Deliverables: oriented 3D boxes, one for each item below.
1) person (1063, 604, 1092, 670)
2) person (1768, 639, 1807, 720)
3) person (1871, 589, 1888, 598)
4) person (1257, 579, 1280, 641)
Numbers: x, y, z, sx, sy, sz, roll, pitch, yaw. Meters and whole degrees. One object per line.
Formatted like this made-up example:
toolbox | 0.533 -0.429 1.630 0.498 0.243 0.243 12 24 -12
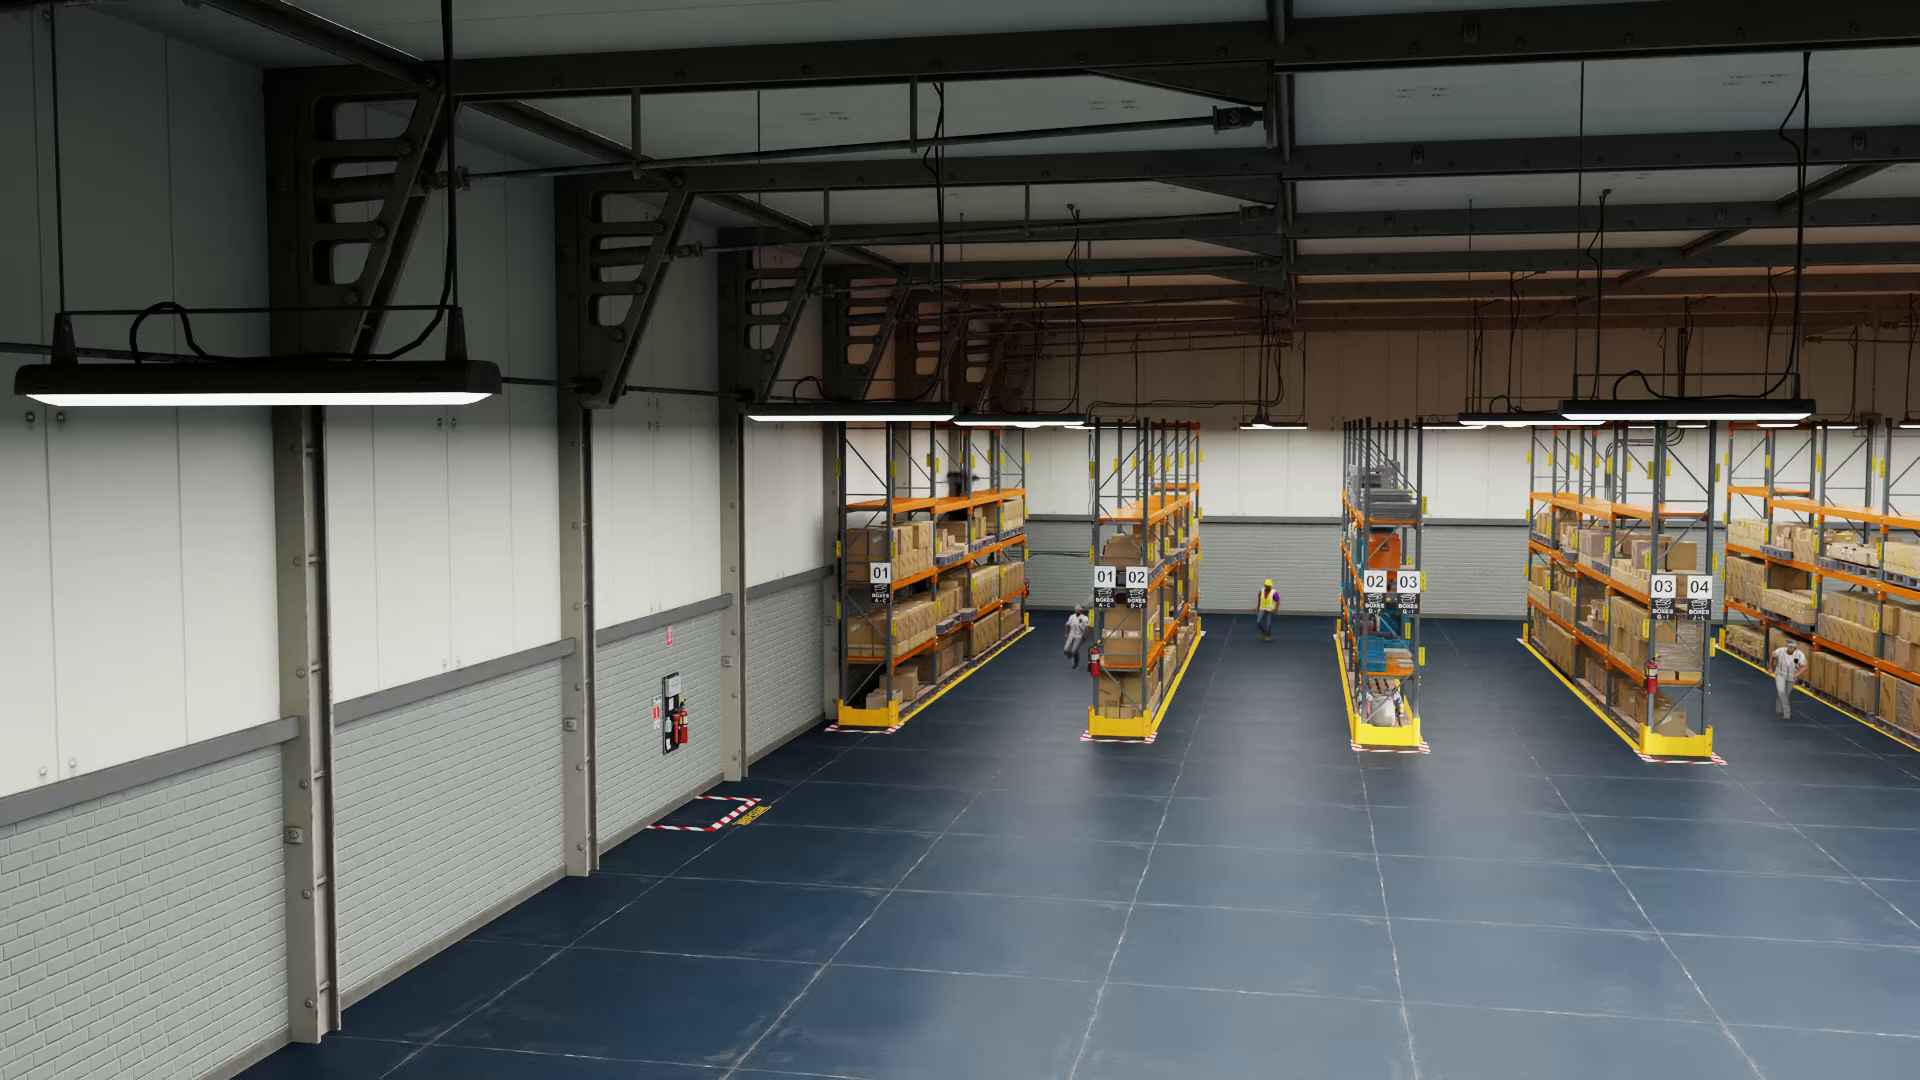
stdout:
person | 2.786 2.317 39.703 0.640 1.593 0.518 2 4 26
person | 16.603 2.748 33.417 0.673 1.602 1.057 1 4 18
person | 25.418 1.872 45.934 0.908 1.704 0.657 -1 4 -9
person | 8.392 1.917 45.437 0.720 1.719 0.634 2 4 26
